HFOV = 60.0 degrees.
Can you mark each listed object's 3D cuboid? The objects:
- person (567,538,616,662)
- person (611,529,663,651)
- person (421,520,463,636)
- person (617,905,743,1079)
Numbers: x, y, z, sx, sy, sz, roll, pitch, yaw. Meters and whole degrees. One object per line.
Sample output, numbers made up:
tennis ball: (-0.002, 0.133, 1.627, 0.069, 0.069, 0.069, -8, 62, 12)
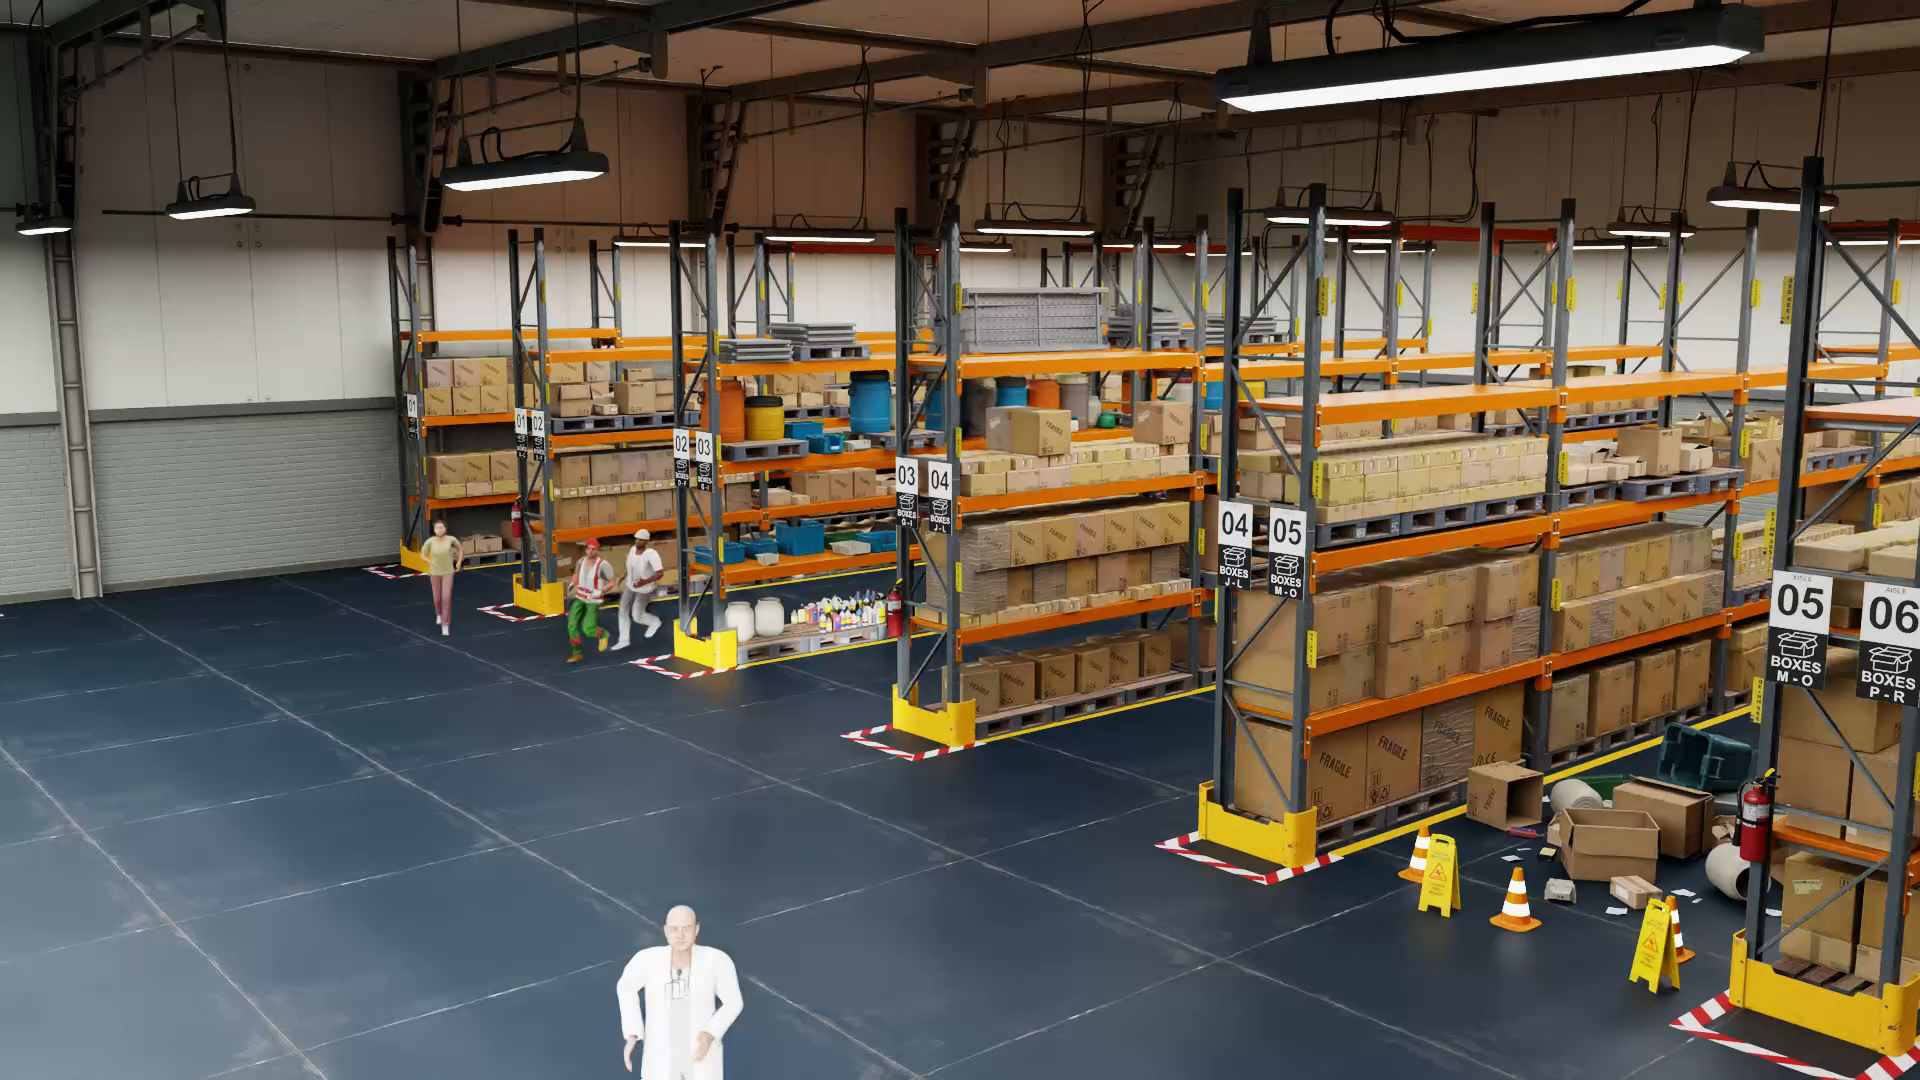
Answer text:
person: (-5.080, 0.816, 22.969, 0.672, 1.708, 0.609, 4, 10, 22)
person: (-4.533, 0.692, 23.732, 0.744, 1.736, 0.820, 6, 10, 33)
person: (-7.750, 0.527, 24.904, 0.597, 1.691, 0.849, -2, 9, -14)
person: (-1.560, 2.902, 9.295, 0.704, 1.732, 0.628, -1, 9, -9)
